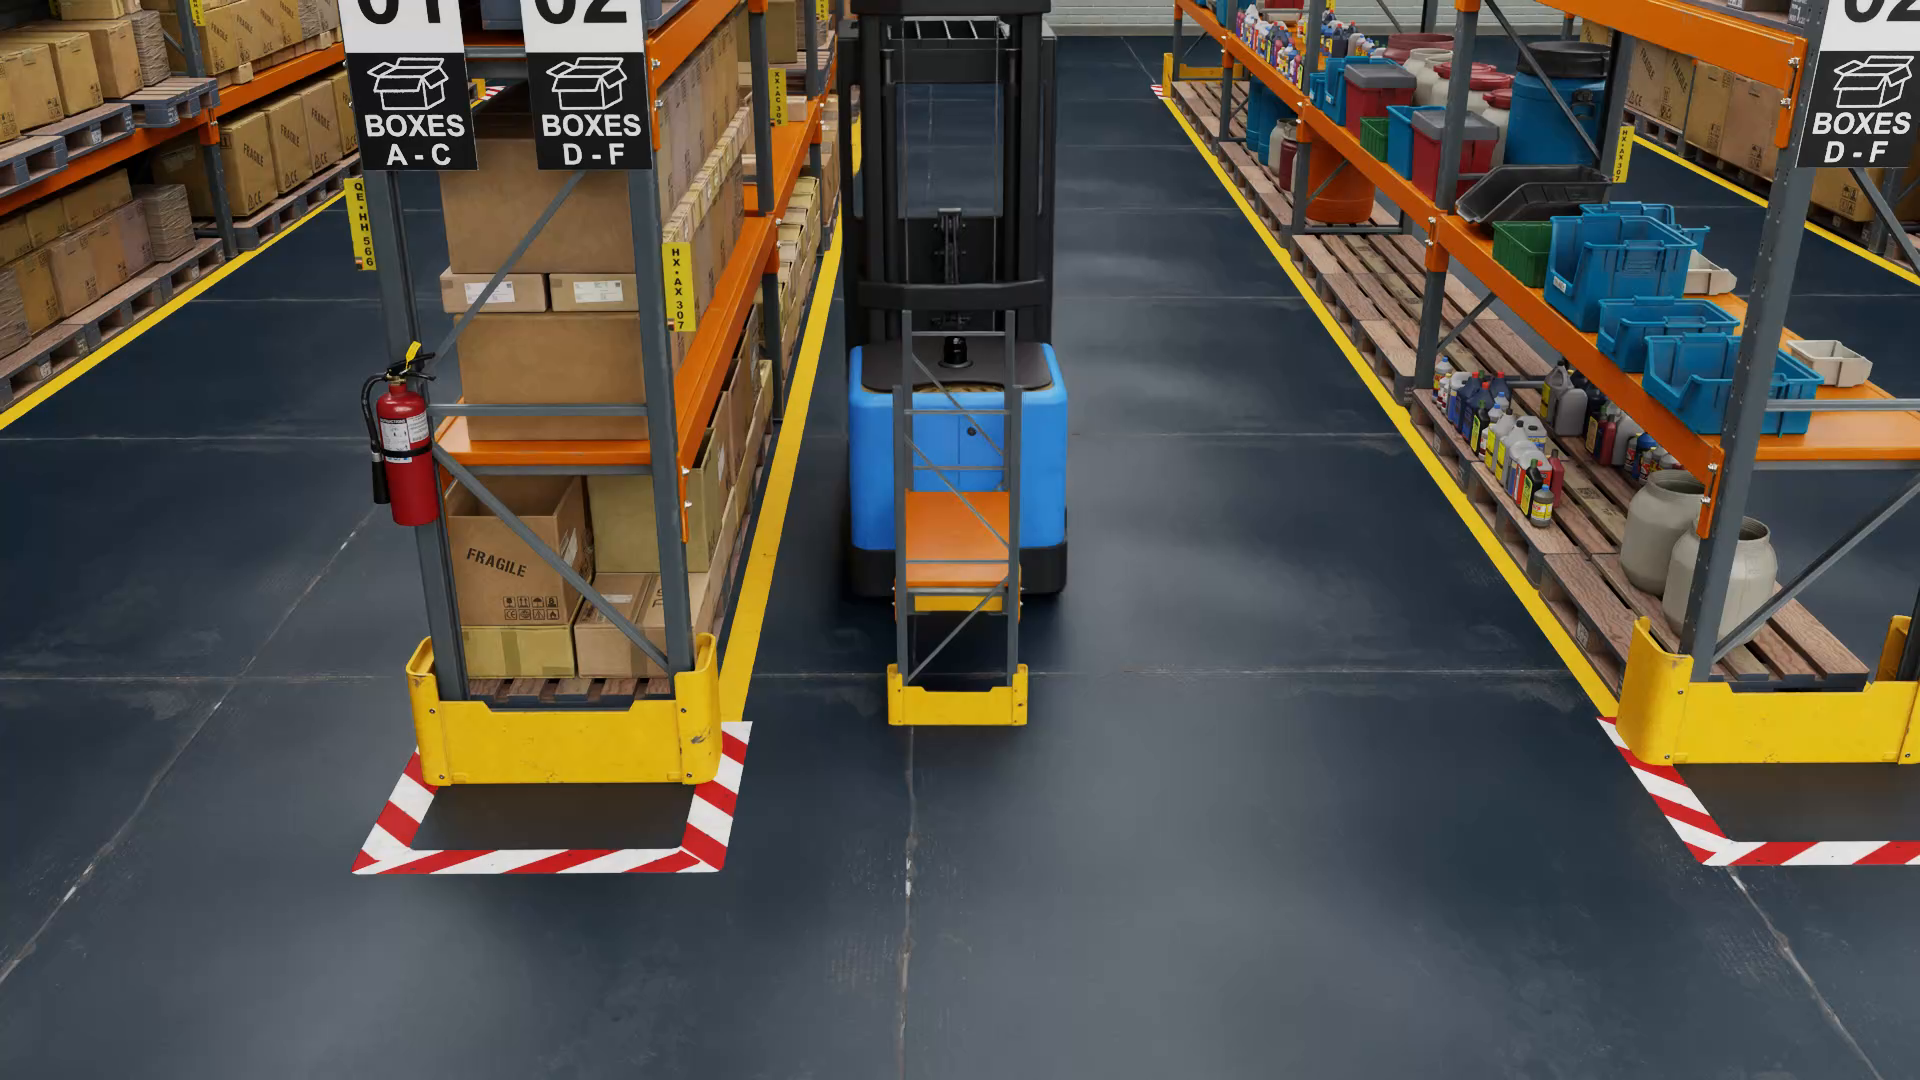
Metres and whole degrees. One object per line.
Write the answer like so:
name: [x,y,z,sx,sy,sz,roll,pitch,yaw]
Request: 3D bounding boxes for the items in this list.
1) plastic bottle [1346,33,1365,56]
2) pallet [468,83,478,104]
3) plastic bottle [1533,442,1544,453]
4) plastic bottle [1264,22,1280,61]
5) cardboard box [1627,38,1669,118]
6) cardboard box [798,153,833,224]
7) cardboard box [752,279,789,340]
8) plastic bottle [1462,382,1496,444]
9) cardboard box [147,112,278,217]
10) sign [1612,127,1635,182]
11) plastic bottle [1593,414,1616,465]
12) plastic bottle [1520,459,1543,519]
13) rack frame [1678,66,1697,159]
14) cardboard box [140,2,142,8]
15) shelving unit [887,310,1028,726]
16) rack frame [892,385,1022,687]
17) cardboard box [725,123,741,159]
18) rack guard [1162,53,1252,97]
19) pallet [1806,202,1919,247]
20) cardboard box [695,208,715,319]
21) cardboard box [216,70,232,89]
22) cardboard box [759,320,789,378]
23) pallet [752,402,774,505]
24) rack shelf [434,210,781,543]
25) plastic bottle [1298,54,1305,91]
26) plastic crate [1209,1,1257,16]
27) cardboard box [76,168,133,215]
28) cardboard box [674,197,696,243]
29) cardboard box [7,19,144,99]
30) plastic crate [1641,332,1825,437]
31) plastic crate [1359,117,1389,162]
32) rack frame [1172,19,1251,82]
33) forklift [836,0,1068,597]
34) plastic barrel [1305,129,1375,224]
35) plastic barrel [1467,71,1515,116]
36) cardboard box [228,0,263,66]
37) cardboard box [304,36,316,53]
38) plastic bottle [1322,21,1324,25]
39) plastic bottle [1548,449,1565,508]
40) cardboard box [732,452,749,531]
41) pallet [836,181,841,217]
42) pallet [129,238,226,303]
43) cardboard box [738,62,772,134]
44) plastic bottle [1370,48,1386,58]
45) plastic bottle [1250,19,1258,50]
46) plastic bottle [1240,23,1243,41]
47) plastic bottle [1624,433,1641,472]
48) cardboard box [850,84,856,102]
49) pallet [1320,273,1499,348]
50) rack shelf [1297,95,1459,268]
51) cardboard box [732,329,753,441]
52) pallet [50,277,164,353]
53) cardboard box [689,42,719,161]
plastic bottle: [3.605,-4.488,15.183,0.152,0.276,0.135,0,24,-1]
pallet: [-6.605,-5.445,20.534,1.003,0.211,1.213,0,24,-1]
plastic bottle: [3.069,-0.425,8.911,0.097,0.201,0.097,0,24,0]
plastic bottle: [2.895,-4.603,15.348,0.144,0.351,0.185,0,24,-1]
cardboard box: [8.274,-5.330,18.964,0.875,0.875,0.875,0,24,-1]
cardboard box: [-1.370,-3.023,14.293,0.500,0.500,0.500,1,24,2]
cardboard box: [-1.363,-1.490,10.550,0.500,0.311,0.500,0,24,0]
plastic bottle: [2.942,-0.726,9.396,0.144,0.351,0.185,-1,24,-3]
cardboard box: [-6.481,-3.264,14.426,0.750,0.750,0.750,-1,24,-1]
sign: [3.896,-2.269,9.791,0.100,0.325,0.005,0,24,-1]
plastic bottle: [3.538,-0.564,9.119,0.061,0.283,0.133,0,24,-1]
plastic bottle: [2.911,-0.262,8.452,0.061,0.283,0.133,0,24,1]
rack frame: [8.211,-5.464,17.190,1.000,3.000,0.127,0,24,-1]
cardboard box: [-6.869,-4.466,13.568,0.500,0.250,0.500,0,24,1]
shelving unit: [-0.009,-0.123,7.201,0.587,1.500,1.083,0,24,0]
rack frame: [-0.011,0.091,6.730,0.500,1.500,0.032,0,24,0]
cardboard box: [-1.384,-2.144,8.943,0.380,0.149,0.250,-1,24,-2]
rack guard: [3.202,-5.961,21.322,1.175,0.500,0.348,0,24,-1]
pallet: [8.322,-2.870,14.840,1.003,0.211,1.213,0,24,-1]
cardboard box: [-1.576,-1.352,7.978,0.700,0.500,0.500,0,24,1]
cardboard box: [-6.370,-3.884,13.978,0.380,0.149,0.250,0,24,0]
cardboard box: [-1.364,-1.230,10.657,0.500,0.250,0.500,-1,24,-2]
pallet: [-1.641,-0.526,9.656,1.003,0.211,1.213,0,24,-1]
rack shelf: [-1.586,-0.972,8.133,1.077,0.370,4.000,0,24,-1]
plastic bottle: [2.871,-3.905,13.885,0.061,0.283,0.133,0,24,-1]
plastic crate: [2.978,-5.803,18.203,0.437,0.125,0.590,0,24,-1]
cardboard box: [-6.601,-2.620,12.493,0.500,0.250,0.500,0,24,0]
cardboard box: [-1.366,-1.405,7.308,0.380,0.149,0.250,-1,24,-2]
cardboard box: [-6.556,-3.571,12.350,0.700,0.500,0.500,-3,24,-6]
plastic crate: [3.085,-0.634,6.692,0.499,0.251,0.616,0,24,-1]
plastic crate: [3.045,-2.765,11.480,0.450,0.188,0.662,0,24,-1]
rack frame: [3.215,-7.090,20.786,1.000,3.000,0.127,0,24,-1]
forklift: [-0.075,-1.630,8.796,1.130,2.935,3.031,-1,24,-2]
plastic barrel: [3.280,-3.197,14.303,0.600,0.830,0.708,0,24,-1]
plastic barrel: [3.547,-2.904,11.367,0.433,0.535,0.433,0,24,0]
cardboard box: [-6.350,-4.356,14.235,0.500,0.500,0.500,1,24,1]
cardboard box: [-6.379,-4.733,15.856,0.380,0.149,0.250,0,24,-1]
plastic bottle: [3.471,-4.855,16.001,0.097,0.271,0.097,0,24,0]
plastic bottle: [3.062,-0.319,8.578,0.061,0.283,0.133,0,24,-1]
cardboard box: [-1.362,-0.255,8.500,0.500,0.250,0.500,0,24,-1]
pallet: [-1.632,-3.311,15.815,1.003,0.211,1.213,0,24,-1]
pallet: [-6.597,-2.156,13.261,1.003,0.211,1.213,0,24,-1]
cardboard box: [-1.616,-3.127,11.902,0.500,0.500,0.500,-2,24,-3]
plastic bottle: [3.616,-4.107,14.341,0.152,0.276,0.135,0,24,-1]
plastic bottle: [2.846,-4.869,16.018,0.061,0.283,0.133,0,24,-1]
plastic bottle: [2.857,-5.095,16.617,0.097,0.201,0.097,0,24,0]
plastic bottle: [3.673,-0.479,9.030,0.097,0.201,0.097,0,24,0]
cardboard box: [-1.506,-5.402,19.857,0.500,0.250,0.500,0,24,-1]
pallet: [3.282,-1.702,12.257,1.003,0.211,1.213,0,24,-1]
rack shelf: [3.324,-2.641,11.823,1.077,0.370,4.000,0,24,-1]
cardboard box: [-1.381,-0.802,8.801,0.500,0.500,0.500,0,24,-1]
pallet: [-6.587,-1.655,12.152,1.003,0.211,1.213,0,24,-1]
cardboard box: [-1.585,-2.163,8.198,0.700,0.500,0.500,0,24,-1]
